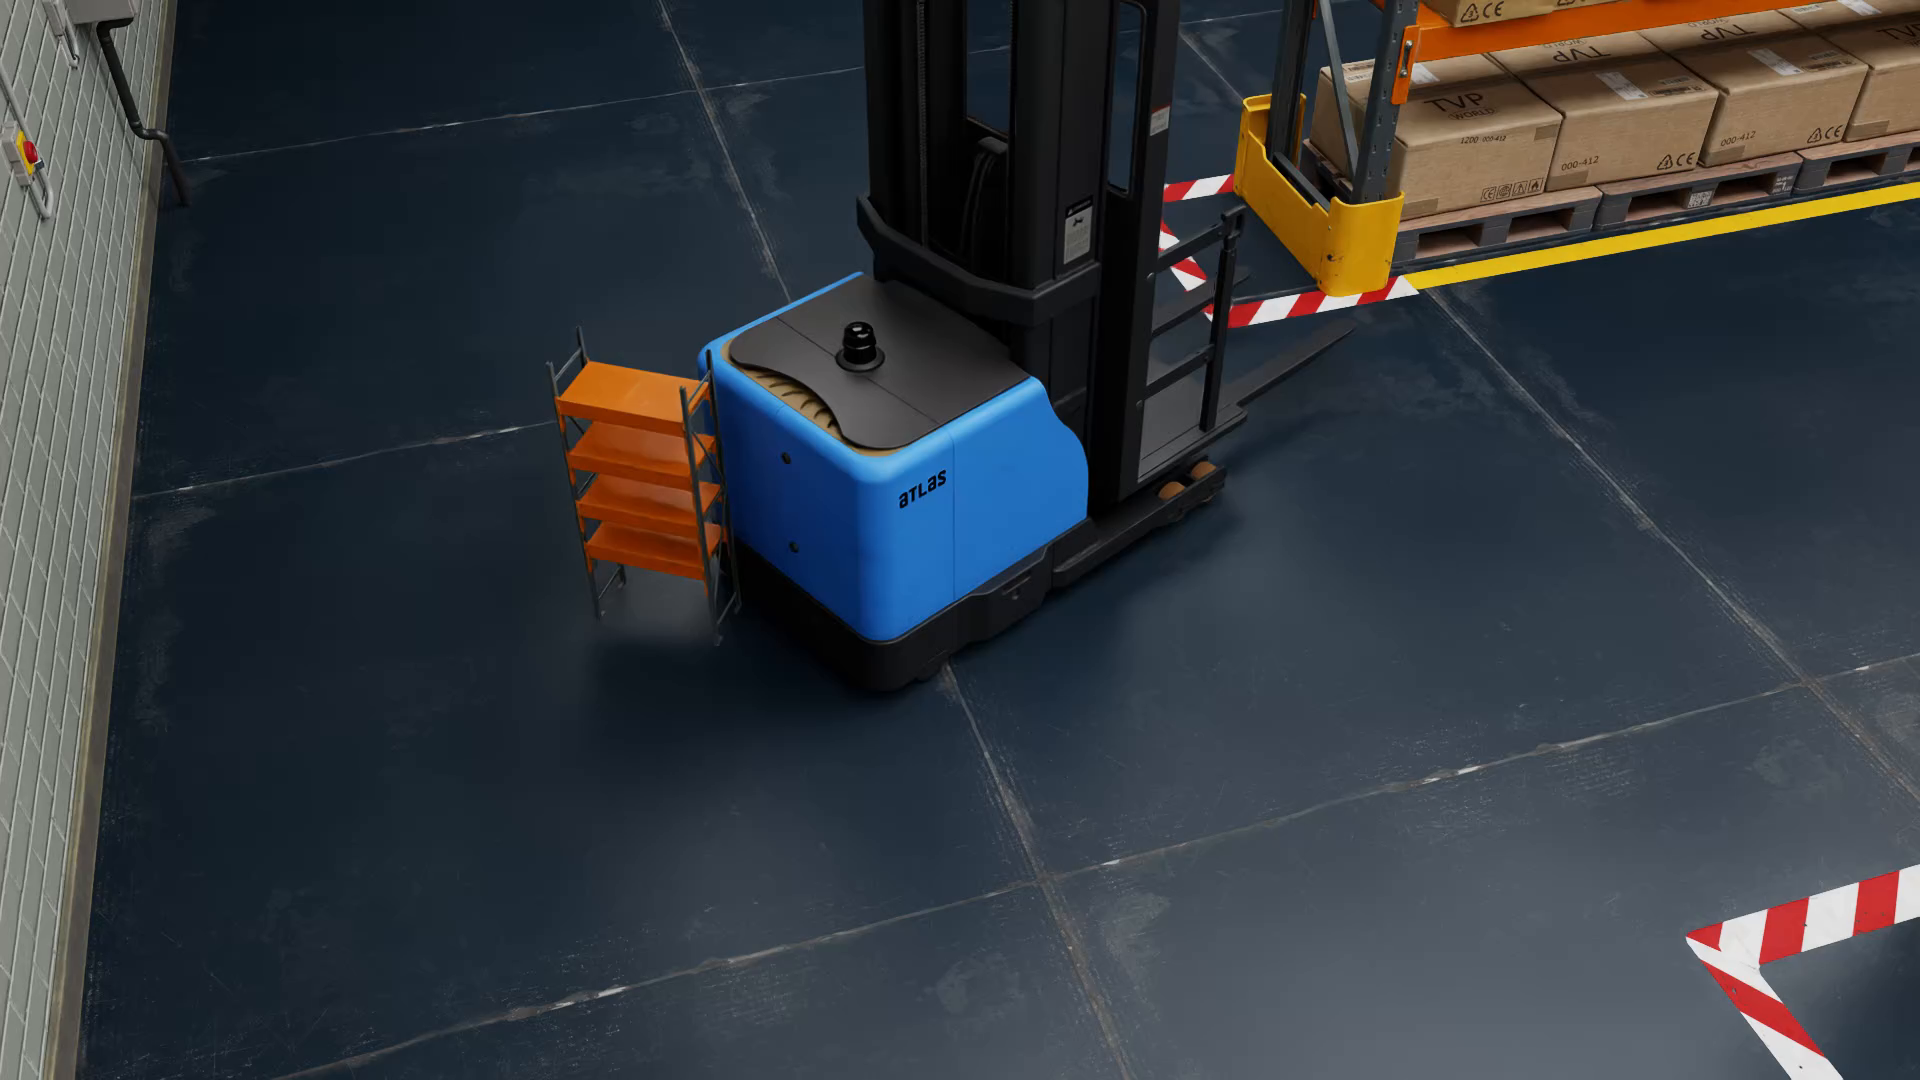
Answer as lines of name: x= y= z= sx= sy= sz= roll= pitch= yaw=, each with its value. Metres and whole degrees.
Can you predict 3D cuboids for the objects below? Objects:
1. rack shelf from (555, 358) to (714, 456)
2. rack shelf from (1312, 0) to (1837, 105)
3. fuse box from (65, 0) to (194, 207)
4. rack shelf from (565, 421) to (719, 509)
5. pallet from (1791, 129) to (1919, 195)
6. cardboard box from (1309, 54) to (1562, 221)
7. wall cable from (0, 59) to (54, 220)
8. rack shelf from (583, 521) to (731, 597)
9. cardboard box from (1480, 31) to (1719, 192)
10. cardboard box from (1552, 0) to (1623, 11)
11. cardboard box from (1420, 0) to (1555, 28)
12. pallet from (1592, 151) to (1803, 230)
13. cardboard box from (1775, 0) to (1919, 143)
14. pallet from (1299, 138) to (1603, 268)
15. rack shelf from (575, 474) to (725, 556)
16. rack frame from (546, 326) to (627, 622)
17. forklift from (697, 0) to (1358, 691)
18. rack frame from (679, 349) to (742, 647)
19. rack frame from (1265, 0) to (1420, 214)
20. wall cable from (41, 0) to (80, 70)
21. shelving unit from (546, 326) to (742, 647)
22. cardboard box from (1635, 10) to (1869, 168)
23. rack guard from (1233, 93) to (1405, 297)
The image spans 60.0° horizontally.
rack shelf: x=-1.122 y=-0.465 z=5.773 sx=0.480 sy=0.148 sz=0.258 roll=11 pitch=42 yaw=12
rack shelf: x=3.713 y=-2.831 z=8.257 sx=4.000 sy=0.370 sz=1.077 roll=-12 pitch=42 yaw=-13
fuse box: x=-4.058 y=-2.440 z=8.242 sx=0.414 sy=1.711 sz=0.539 roll=-12 pitch=42 yaw=-13
rack shelf: x=-1.122 y=-0.287 z=5.929 sx=0.480 sy=0.148 sz=0.258 roll=11 pitch=42 yaw=12
pallet: x=4.872 y=-2.346 z=9.275 sx=1.213 sy=0.211 sz=1.003 roll=-12 pitch=42 yaw=-13
cardboard box: x=2.405 y=-2.093 z=8.494 sx=0.875 sy=0.438 sz=0.875 roll=-13 pitch=43 yaw=-15
wall cable: x=-3.566 y=-1.972 z=5.931 sx=0.123 sy=1.953 sz=0.585 roll=-12 pitch=42 yaw=-13
rack shelf: x=-1.122 y=0.031 z=6.207 sx=0.480 sy=0.148 sz=0.258 roll=11 pitch=42 yaw=12
cardboard box: x=3.275 y=-2.279 z=8.707 sx=0.875 sy=0.438 sz=0.875 roll=-11 pitch=42 yaw=-12
cardboard box: x=2.824 y=-2.777 z=7.572 sx=0.500 sy=0.500 sz=0.500 roll=-12 pitch=43 yaw=-14
cardboard box: x=2.350 y=-2.659 z=7.438 sx=0.500 sy=0.500 sz=0.500 roll=-12 pitch=43 yaw=-13
pallet: x=3.706 y=-2.102 z=8.996 sx=1.213 sy=0.211 sz=1.003 roll=-12 pitch=42 yaw=-13
cardboard box: x=4.990 y=-2.634 z=9.113 sx=0.875 sy=0.438 sz=0.875 roll=-12 pitch=43 yaw=-14
pallet: x=2.545 y=-1.864 z=8.723 sx=1.213 sy=0.211 sz=1.003 roll=-12 pitch=42 yaw=-13
rack shelf: x=-1.122 y=-0.119 z=6.076 sx=0.480 sy=0.148 sz=0.258 roll=11 pitch=42 yaw=12
rack frame: x=-1.356 y=-0.215 z=6.084 sx=0.015 sy=1.200 sz=0.240 roll=11 pitch=42 yaw=12
forklift: x=0.469 y=-1.404 z=6.129 sx=3.031 sy=2.935 sz=1.130 roll=-31 pitch=50 yaw=-31
rack frame: x=-0.888 y=-0.124 z=5.980 sx=0.015 sy=1.200 sz=0.240 roll=11 pitch=42 yaw=12
rack frame: x=1.806 y=-2.707 z=7.568 sx=0.127 sy=3.000 sz=1.000 roll=-12 pitch=42 yaw=-13
wall cable: x=-4.003 y=-2.848 z=6.958 sx=0.122 sy=1.984 sz=0.588 roll=-12 pitch=42 yaw=-13
shelving unit: x=-1.122 y=-0.169 z=6.032 sx=0.503 sy=1.200 sz=0.258 roll=11 pitch=42 yaw=12
cardboard box: x=4.136 y=-2.456 z=8.910 sx=0.875 sy=0.438 sz=0.875 roll=-13 pitch=43 yaw=-14
rack guard: x=1.783 y=-1.761 z=8.385 sx=0.348 sy=0.500 sz=1.175 roll=-12 pitch=42 yaw=-13
